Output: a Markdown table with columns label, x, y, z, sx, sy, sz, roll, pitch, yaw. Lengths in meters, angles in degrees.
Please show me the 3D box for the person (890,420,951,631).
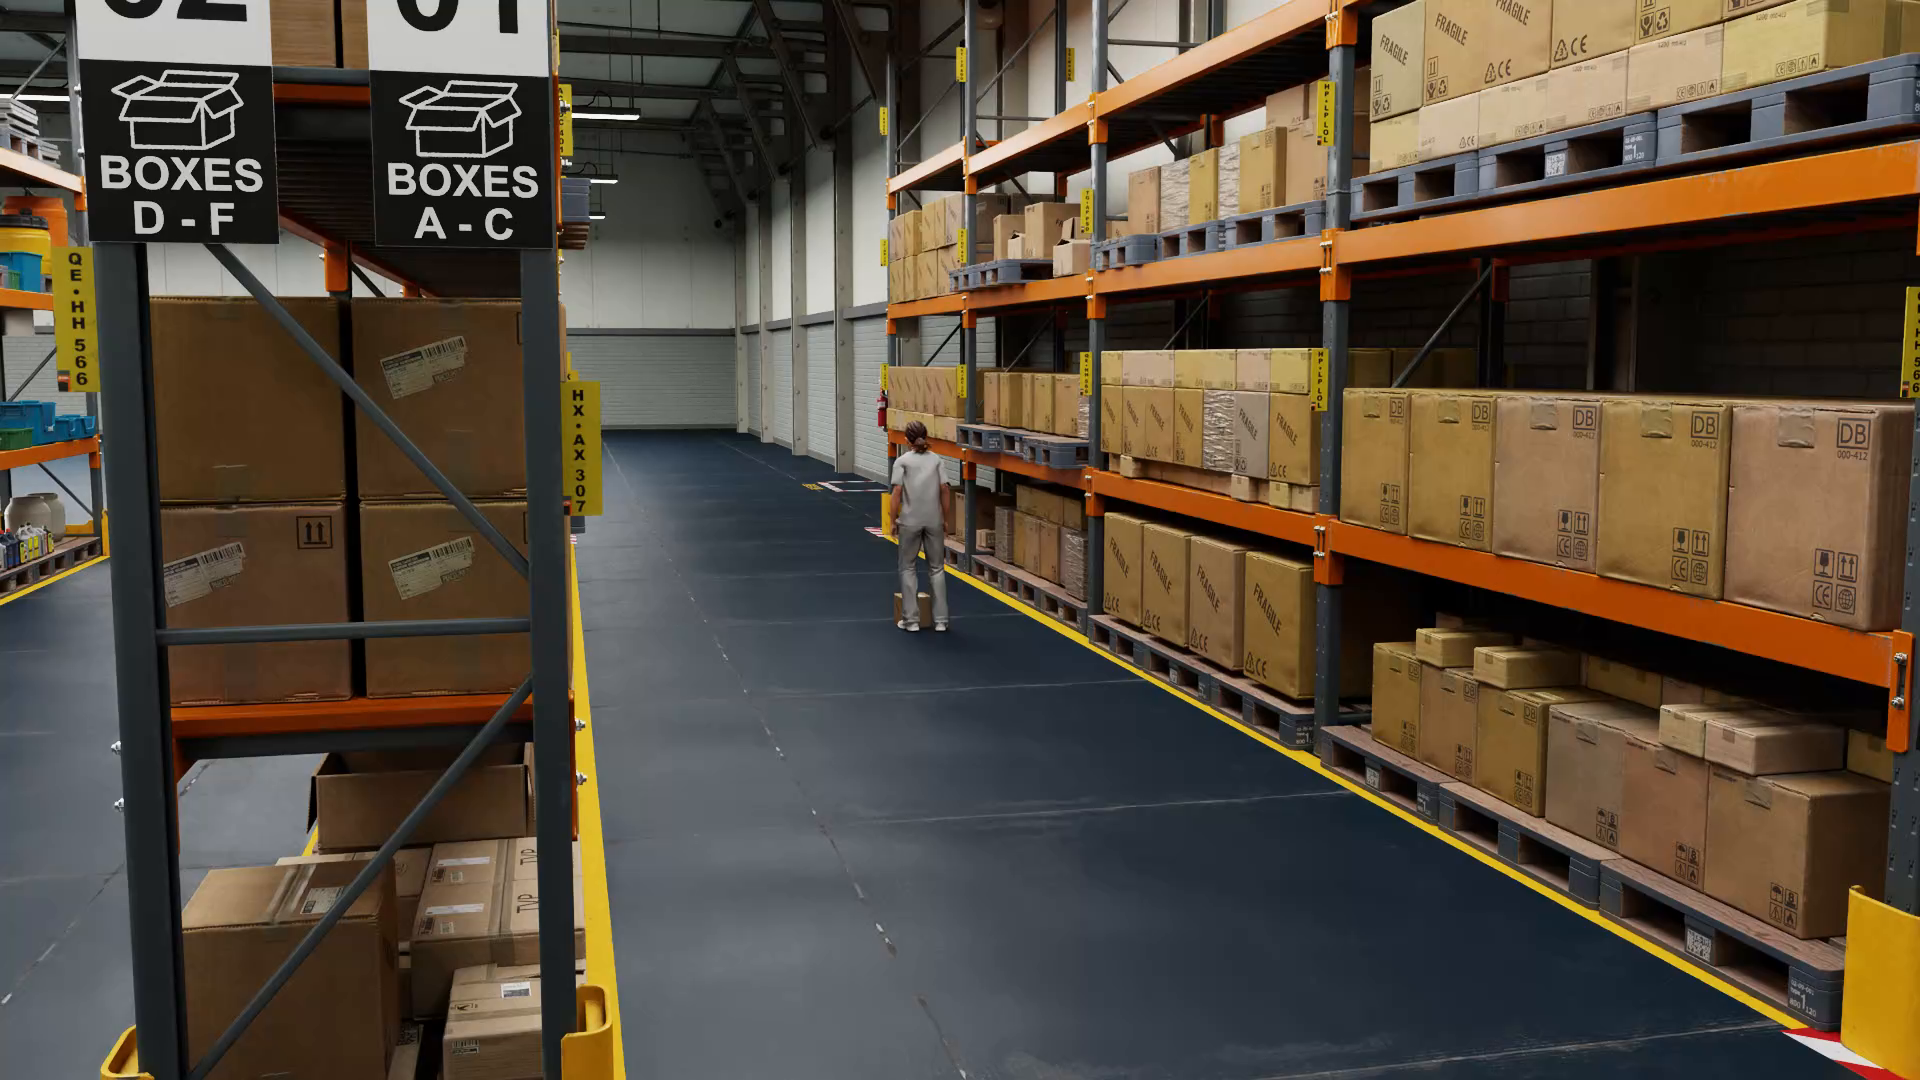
| label | x | y | z | sx | sy | sz | roll | pitch | yaw |
| --- | --- | --- | --- | --- | --- | --- | --- | --- | --- |
| person | -0.321 | -0.114 | 13.192 | 0.496 | 1.672 | 0.405 | -2 | 6 | -15 |
